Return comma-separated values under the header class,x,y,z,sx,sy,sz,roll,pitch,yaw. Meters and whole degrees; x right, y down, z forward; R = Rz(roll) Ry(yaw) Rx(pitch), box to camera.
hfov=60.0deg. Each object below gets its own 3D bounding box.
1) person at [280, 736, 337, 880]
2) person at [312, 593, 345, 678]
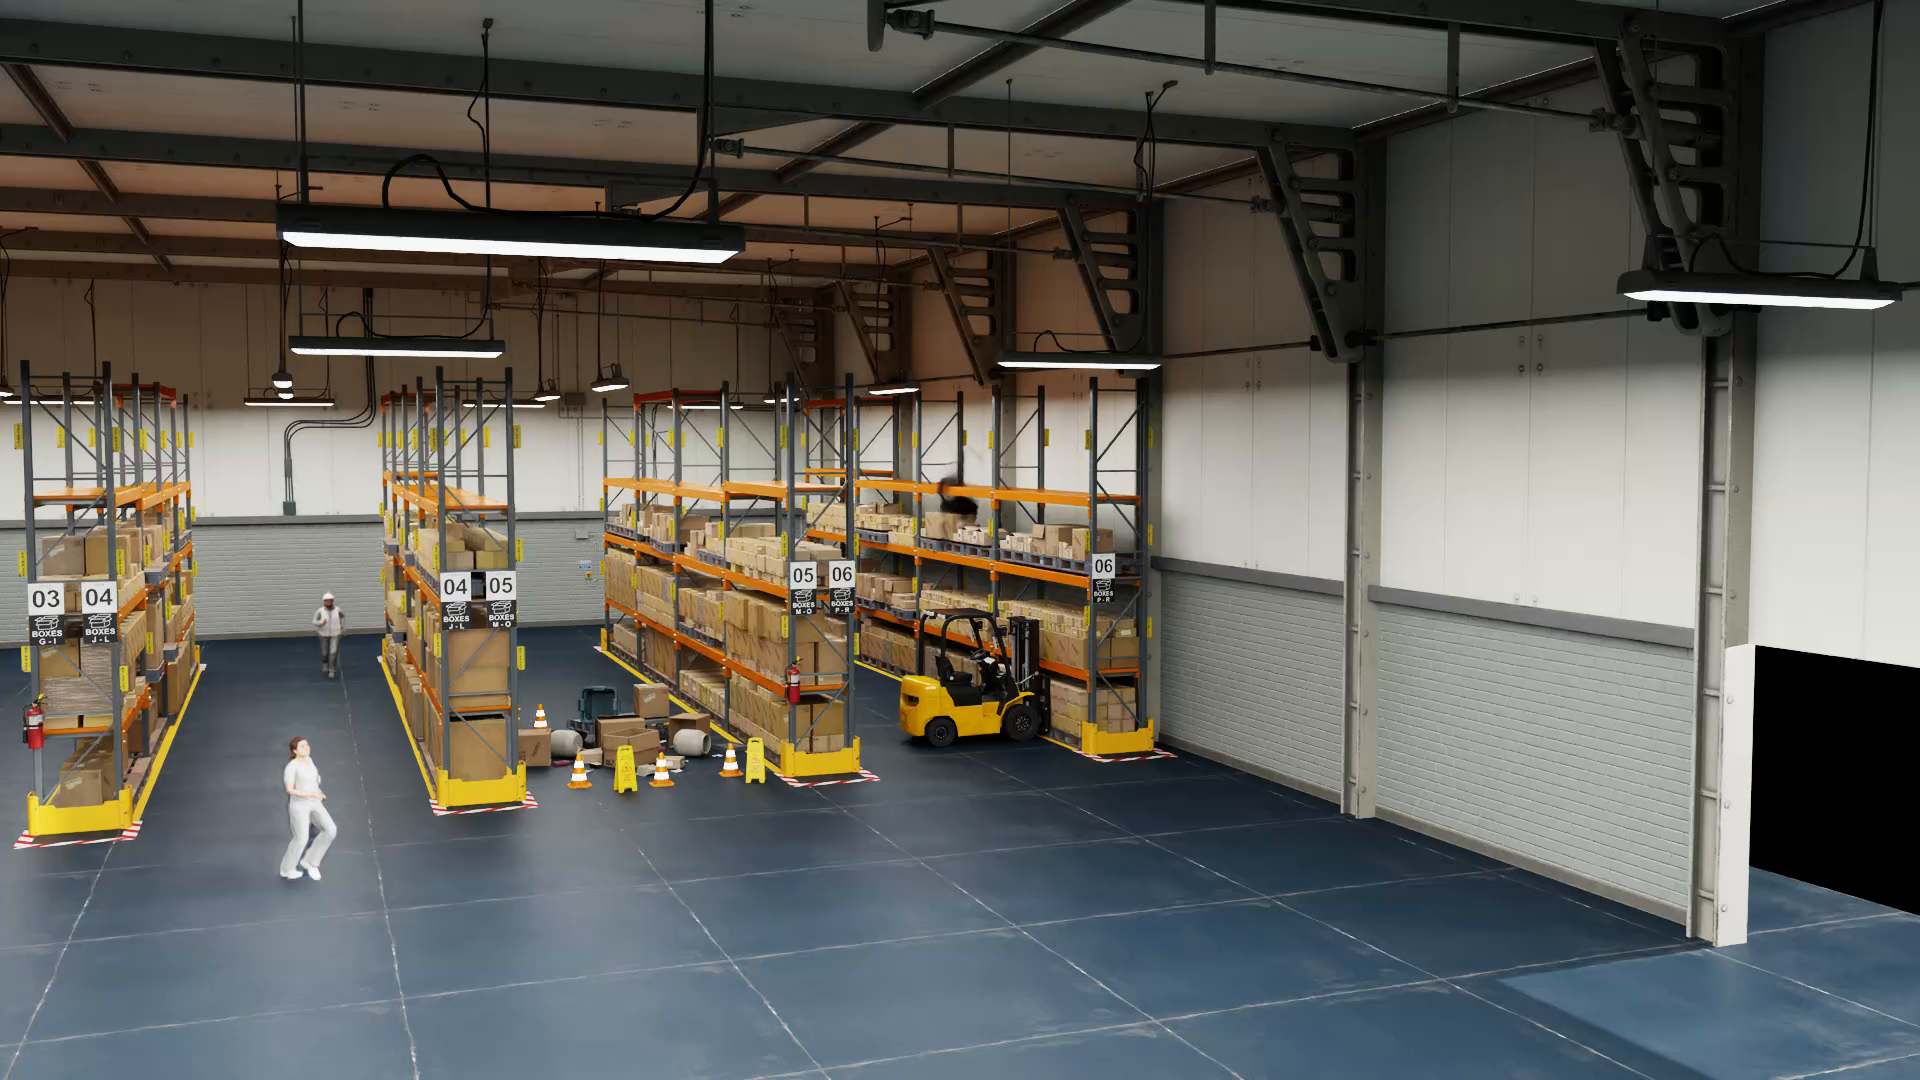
class,x,y,z,sx,sy,sz,roll,pitch,yaw
person,-7.434,3.044,18.876,0.652,1.653,0.571,1,4,19
person,-13.289,1.995,35.033,0.659,1.755,0.923,-1,4,-23
